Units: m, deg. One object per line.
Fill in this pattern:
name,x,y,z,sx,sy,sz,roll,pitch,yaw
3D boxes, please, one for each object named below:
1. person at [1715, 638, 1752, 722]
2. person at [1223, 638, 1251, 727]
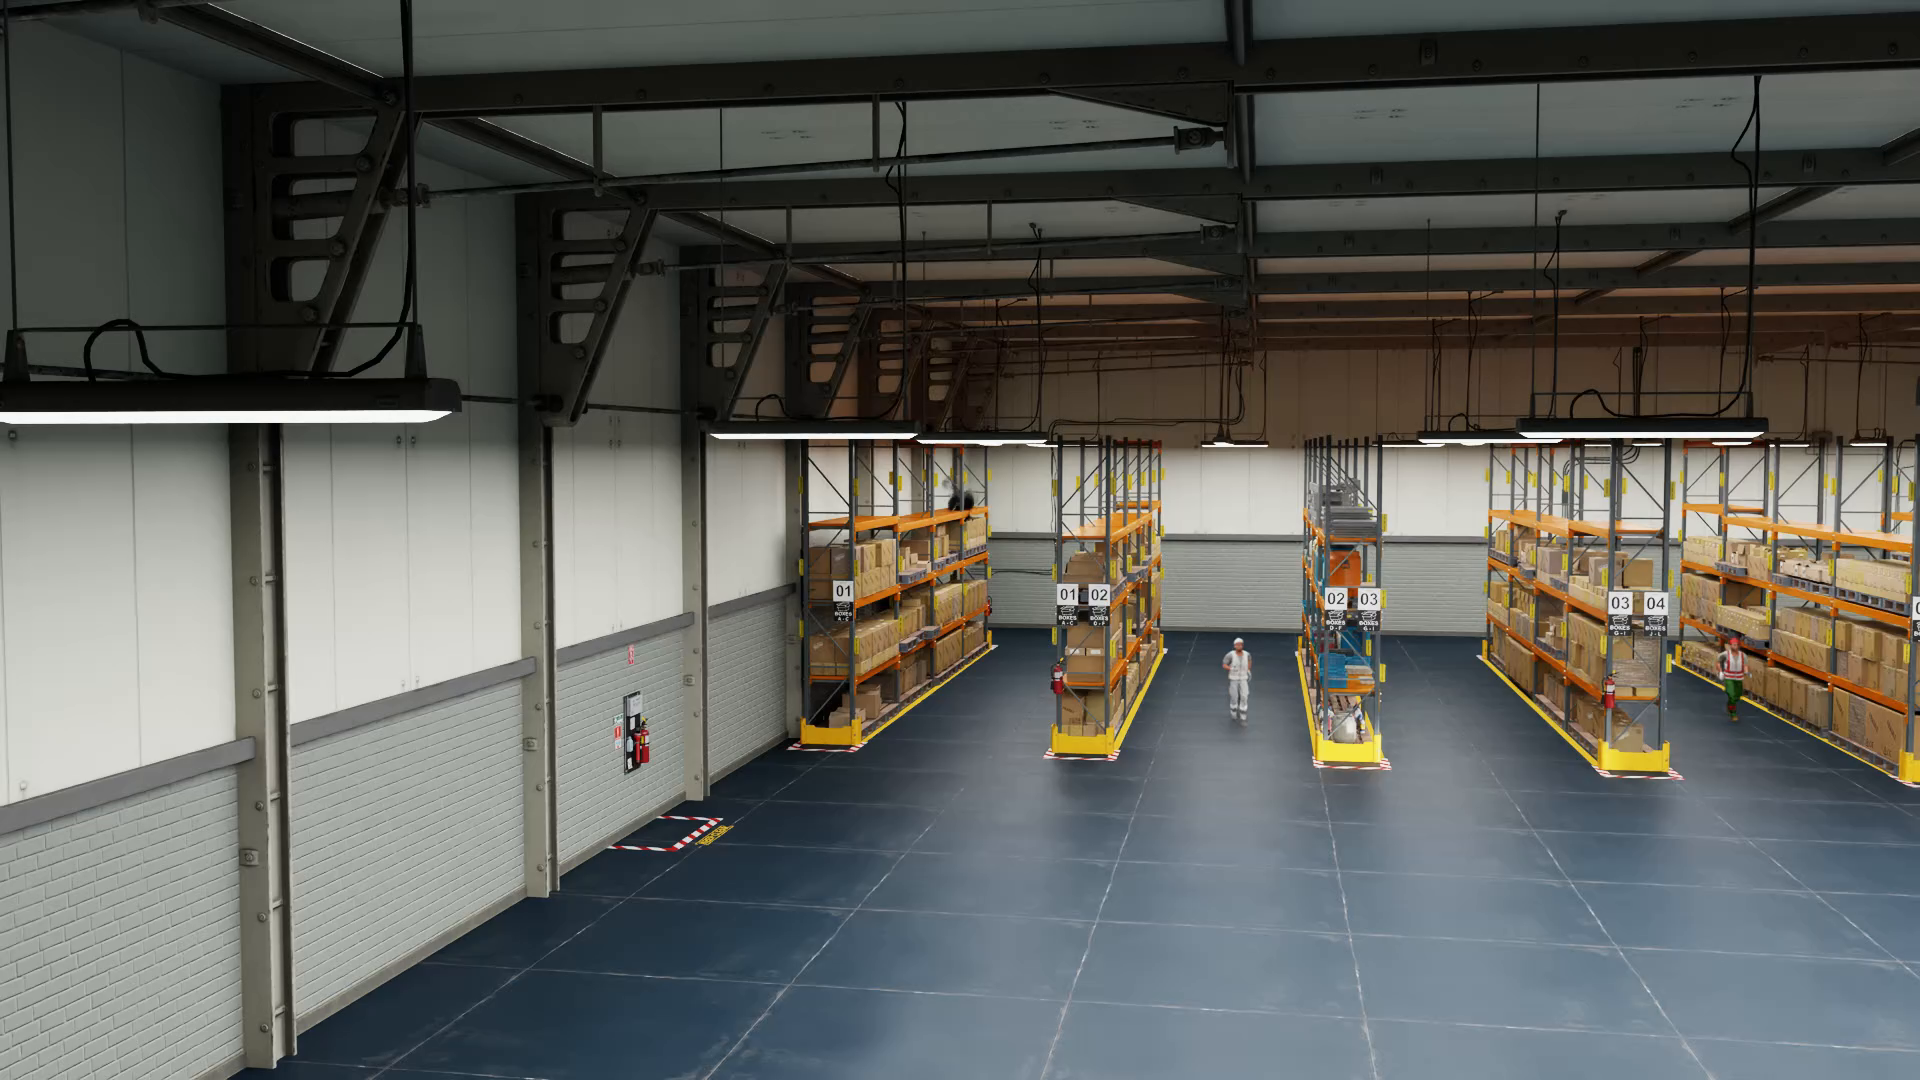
person,16.372,2.943,35.285,0.636,1.753,0.833,0,3,7
person,5.787,2.958,34.696,0.633,1.840,0.795,0,3,0
